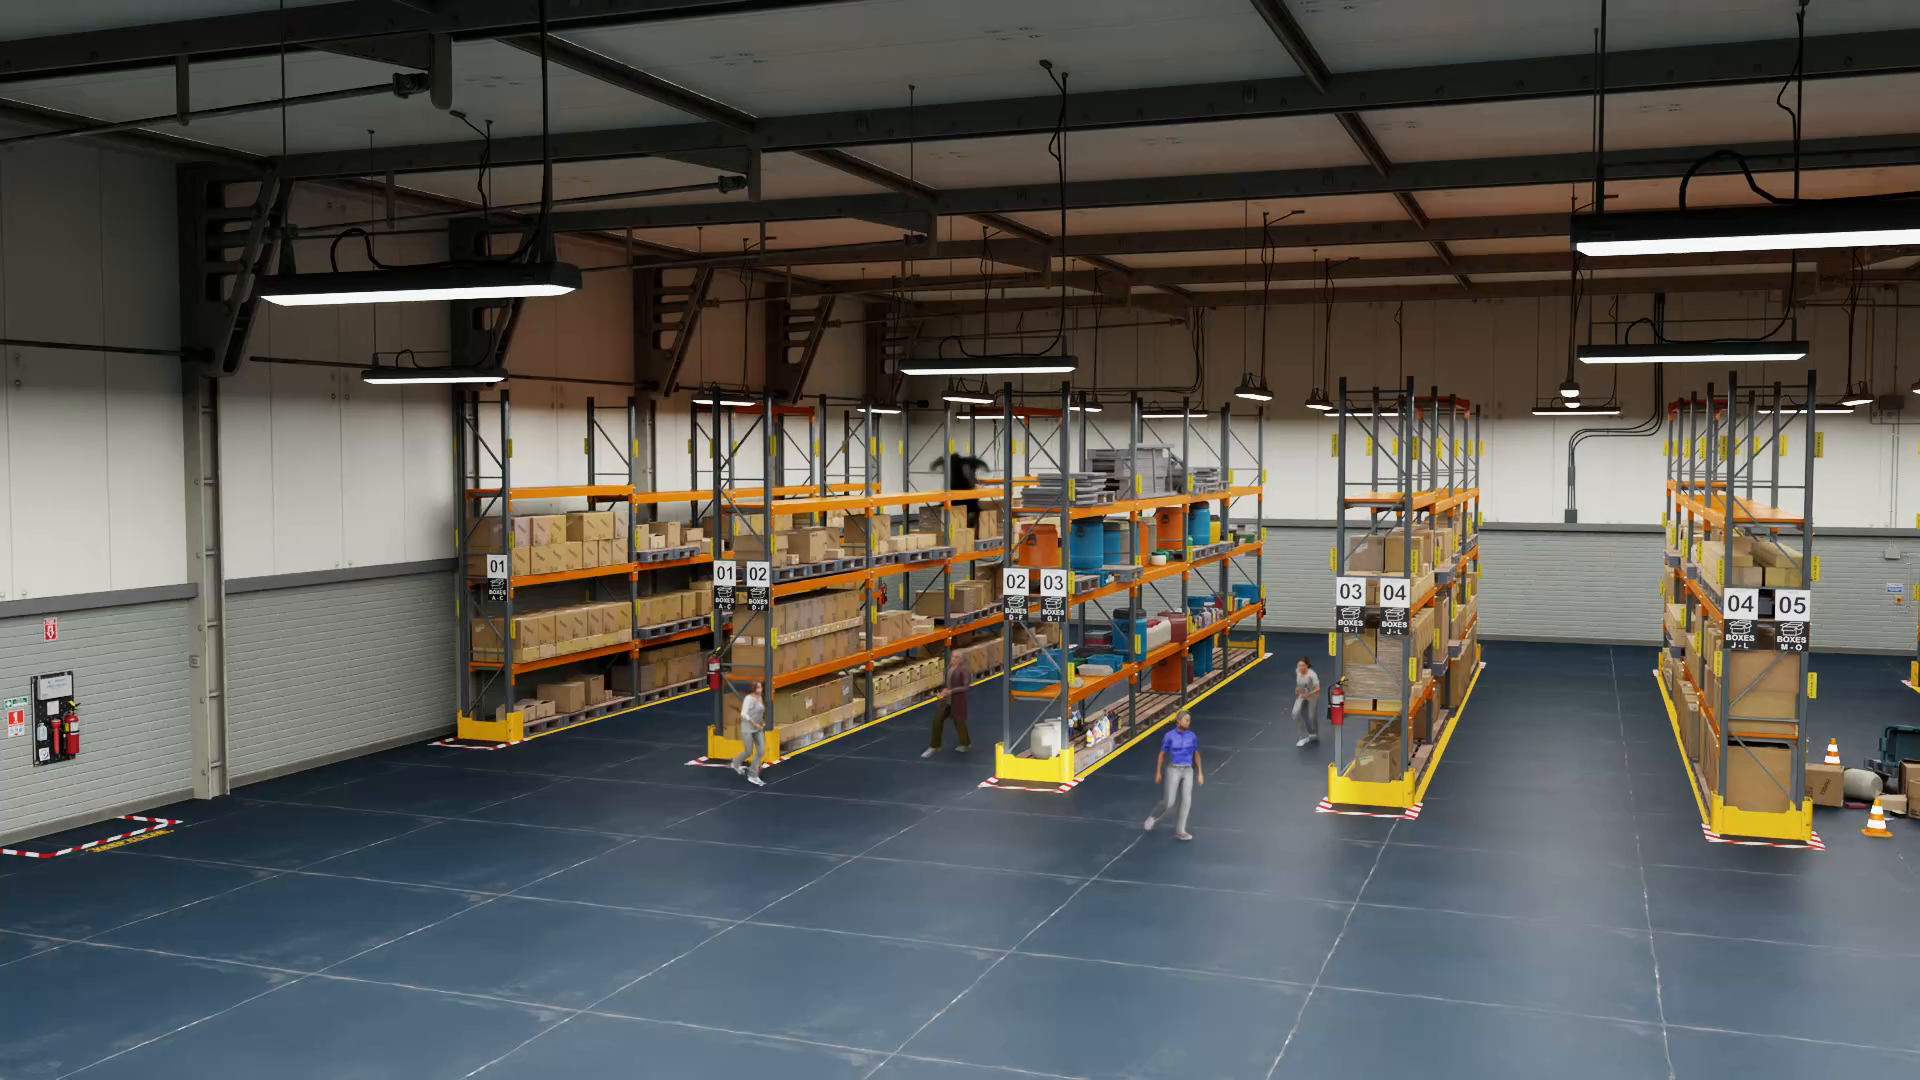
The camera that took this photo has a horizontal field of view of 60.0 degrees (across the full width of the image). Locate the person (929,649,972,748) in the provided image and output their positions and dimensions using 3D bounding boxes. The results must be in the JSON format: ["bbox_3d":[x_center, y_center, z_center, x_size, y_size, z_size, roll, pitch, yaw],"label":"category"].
[{"bbox_3d":[-0.062,2.564,26.805,0.693,1.635,0.887,3,4,41],"label":"person"}]

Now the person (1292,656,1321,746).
[{"bbox_3d":[5.918,2.680,28.107,0.572,1.512,1.029,2,4,35],"label":"person"}]

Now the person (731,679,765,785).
[{"bbox_3d":[-3.200,2.852,24.884,0.716,1.576,0.521,2,4,37],"label":"person"}]

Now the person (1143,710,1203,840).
[{"bbox_3d":[2.736,2.998,21.363,0.654,1.642,0.583,-1,3,-21],"label":"person"}]
